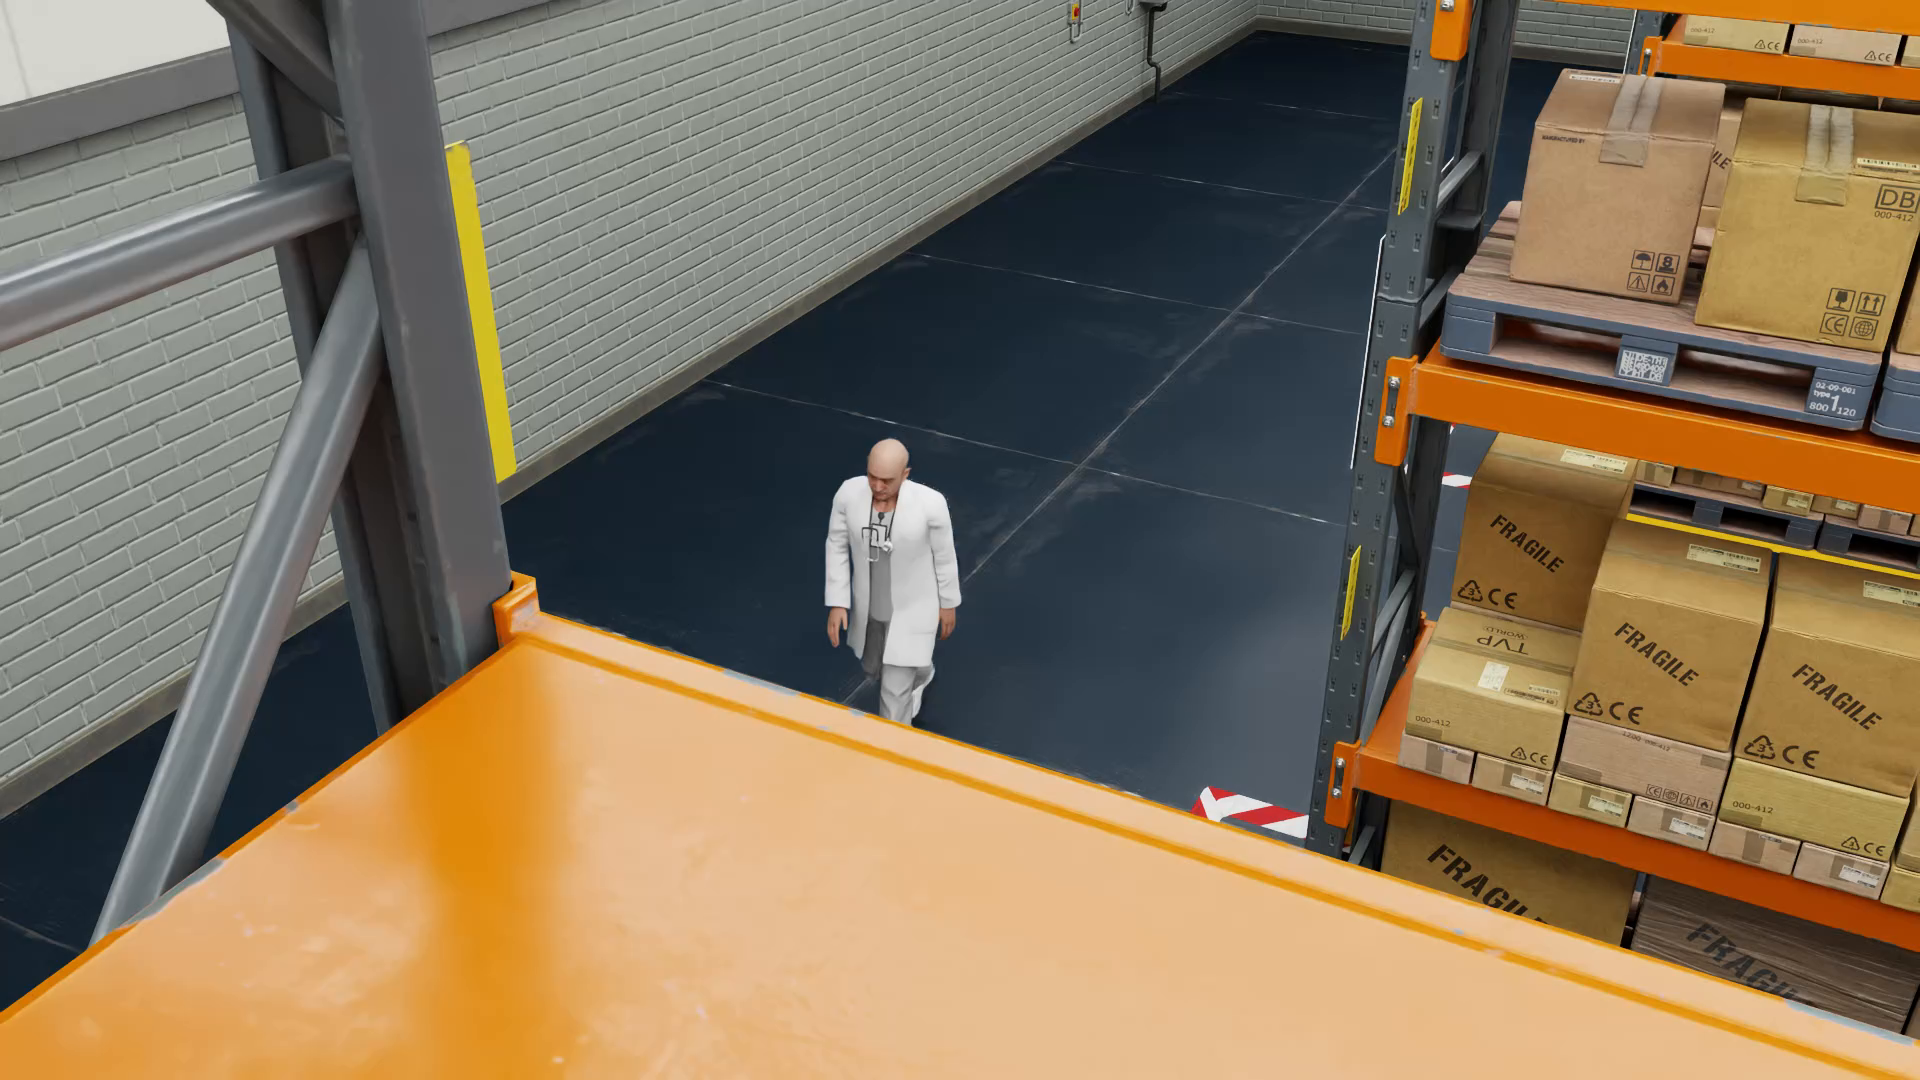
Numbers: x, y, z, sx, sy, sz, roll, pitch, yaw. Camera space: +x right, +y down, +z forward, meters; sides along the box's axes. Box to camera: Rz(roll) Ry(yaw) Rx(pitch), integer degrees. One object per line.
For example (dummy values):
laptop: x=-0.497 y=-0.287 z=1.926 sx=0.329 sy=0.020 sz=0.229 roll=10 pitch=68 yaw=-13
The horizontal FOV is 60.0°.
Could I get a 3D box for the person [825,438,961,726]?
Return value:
person: x=-0.305 y=0.283 z=7.645 sx=0.587 sy=1.746 sz=1.023 roll=13 pitch=32 yaw=22
